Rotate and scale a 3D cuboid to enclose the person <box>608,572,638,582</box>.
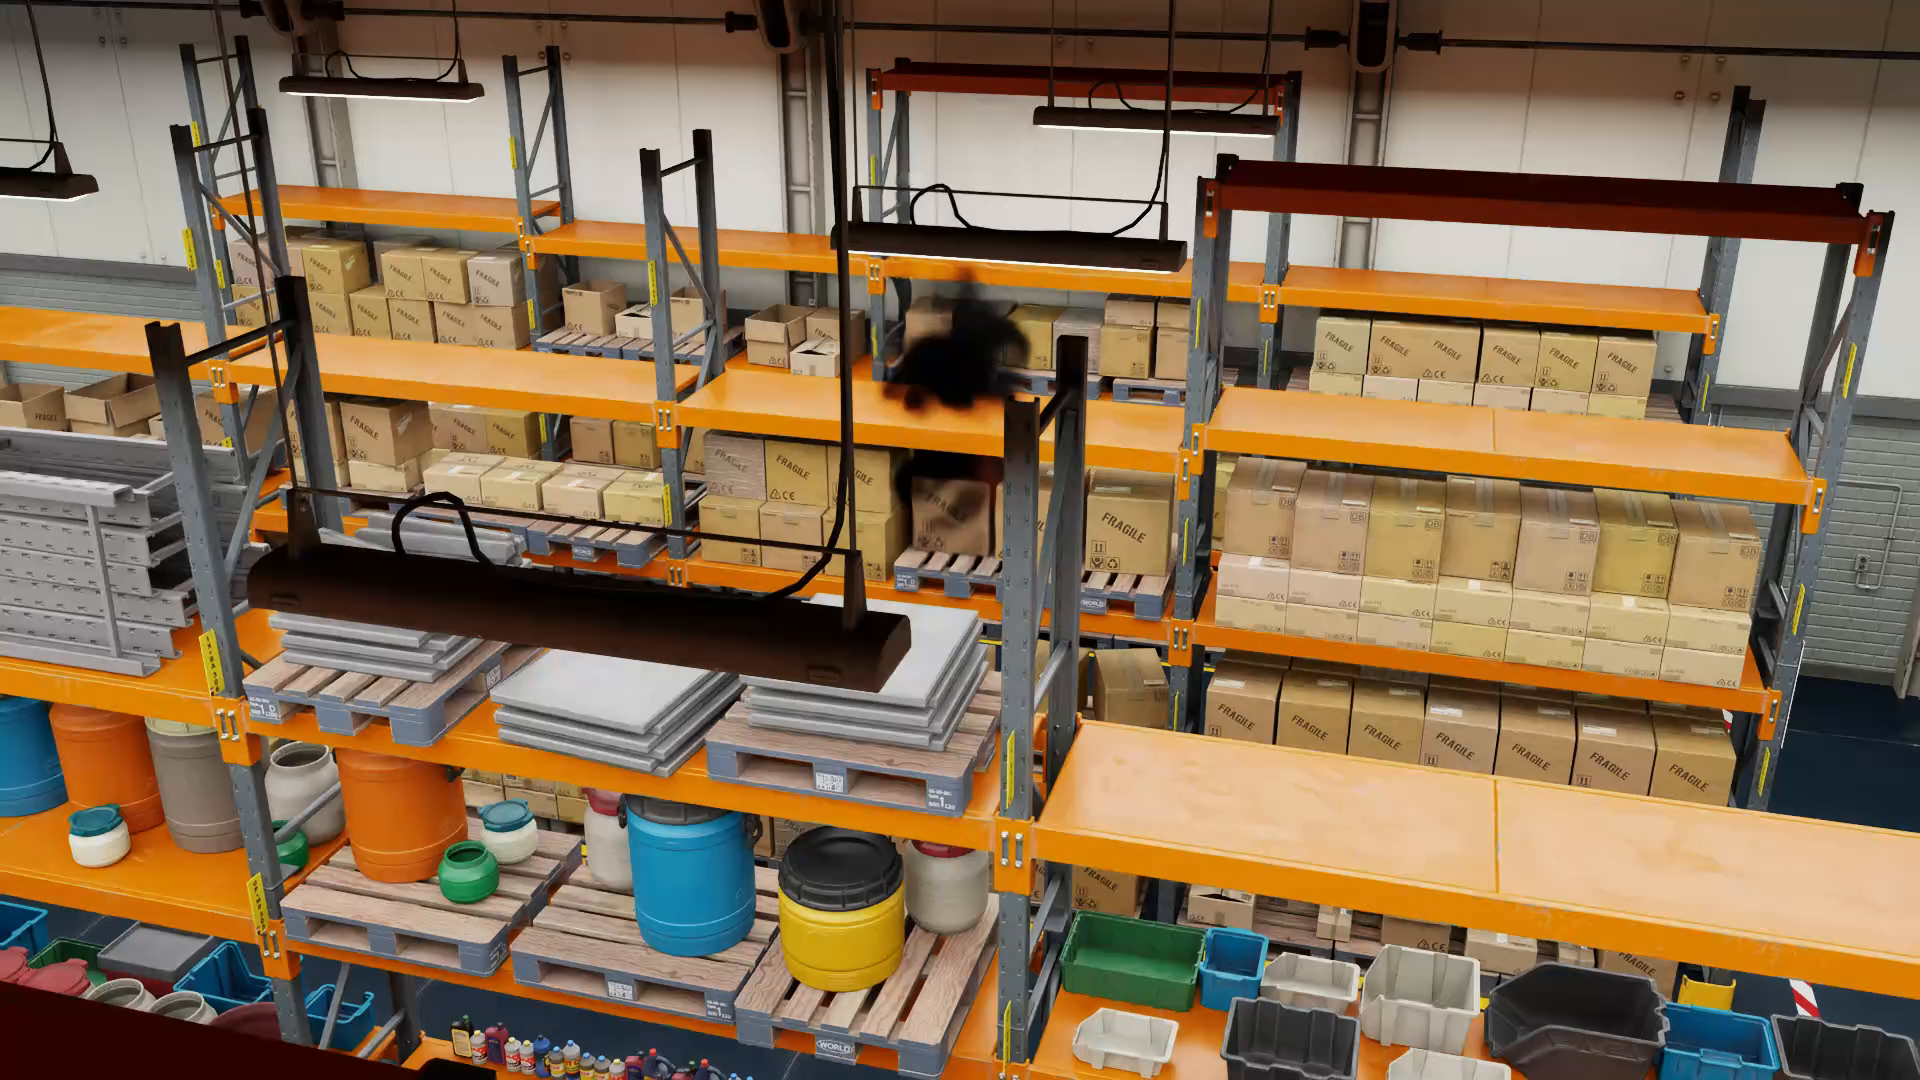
[{"bbox_3d":[-3.384,0.893,16.358,0.603,1.744,0.716,6,23,14],"label":"person"}]
